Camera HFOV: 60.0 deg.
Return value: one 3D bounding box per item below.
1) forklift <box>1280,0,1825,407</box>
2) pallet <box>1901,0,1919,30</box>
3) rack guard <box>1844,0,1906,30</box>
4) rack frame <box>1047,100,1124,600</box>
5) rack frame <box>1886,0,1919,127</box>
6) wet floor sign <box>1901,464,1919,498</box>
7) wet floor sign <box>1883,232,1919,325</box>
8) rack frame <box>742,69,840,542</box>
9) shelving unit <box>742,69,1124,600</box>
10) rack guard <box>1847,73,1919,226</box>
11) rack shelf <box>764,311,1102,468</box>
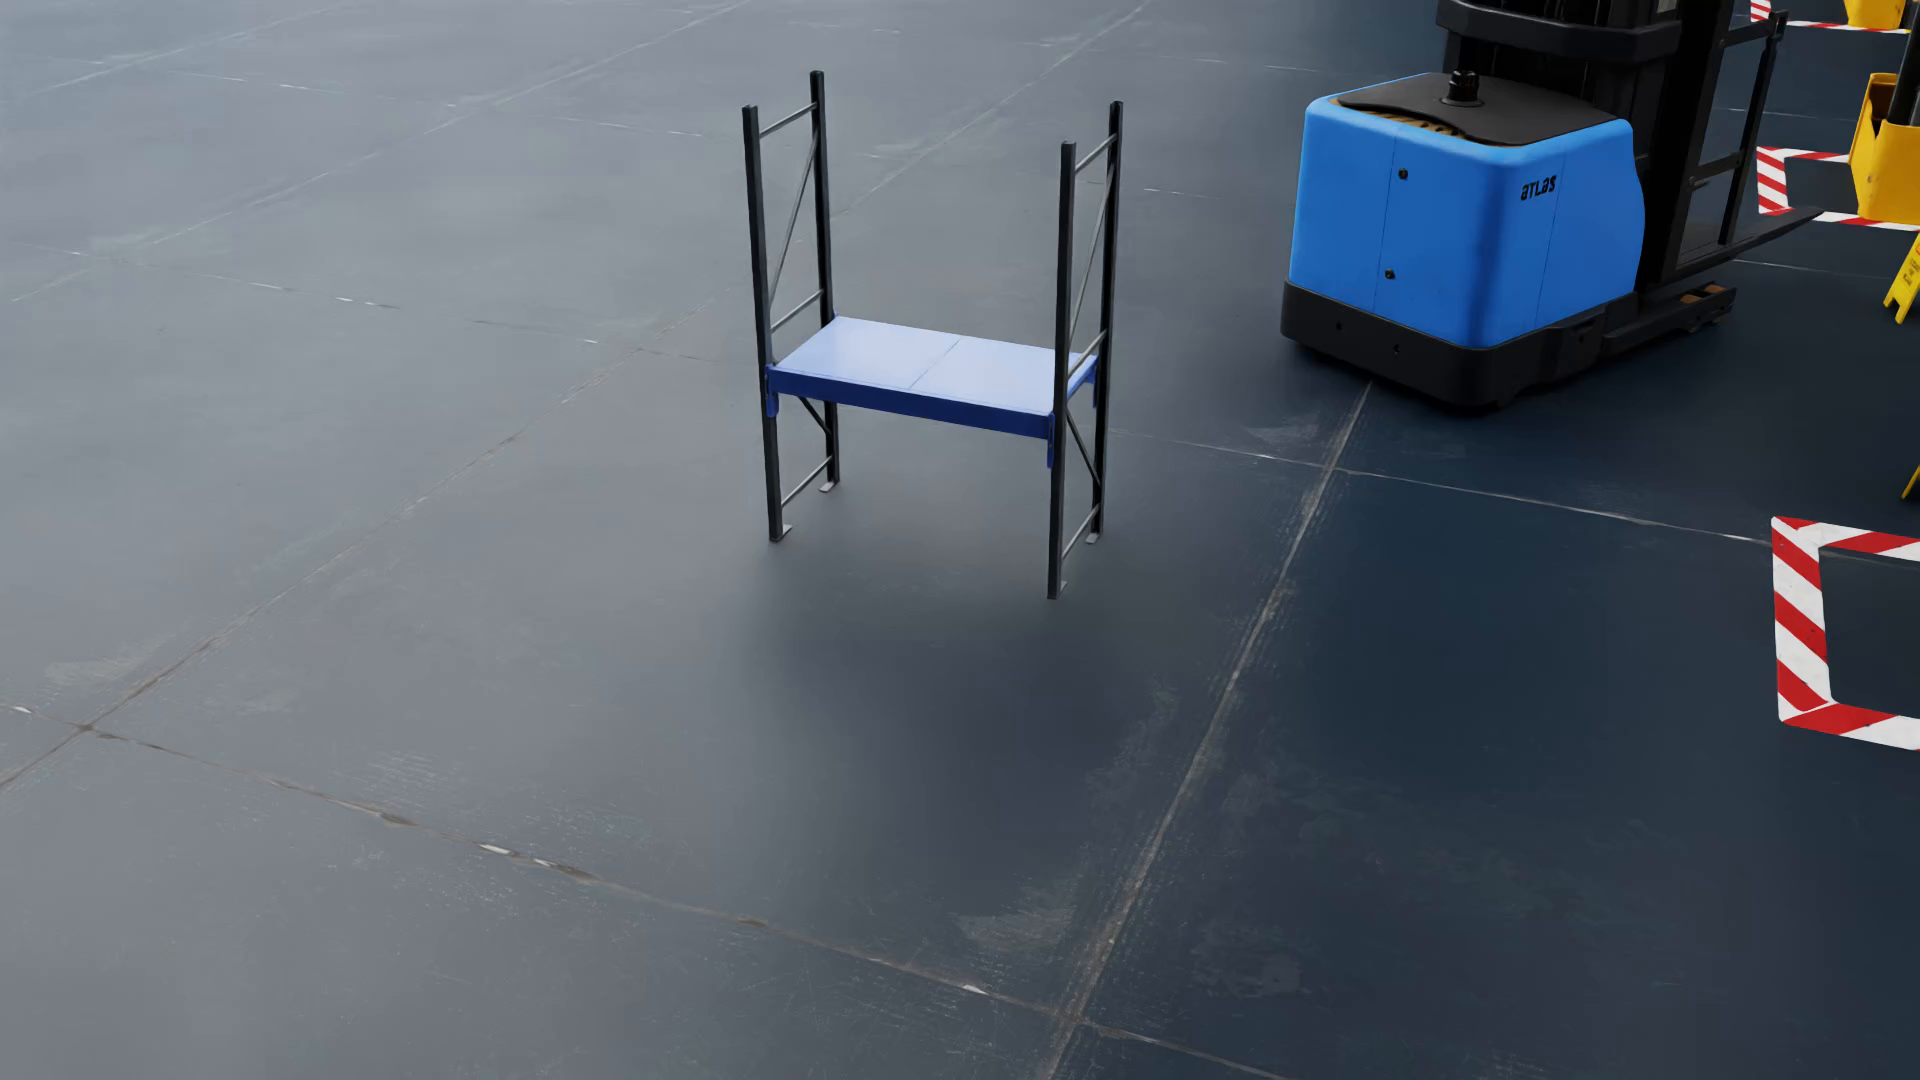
[{"bbox_3d":[2.856,-2.379,6.980,3.031,2.935,1.130,-21,36,-33],"label":"forklift"},{"bbox_3d":[7.891,-4.070,12.736,1.213,0.211,1.003,11,31,19],"label":"pallet"},{"bbox_3d":[7.151,-4.362,12.959,0.348,0.500,1.175,11,31,19],"label":"rack guard"},{"bbox_3d":[0.392,-0.575,5.242,0.032,1.500,0.500,11,31,19],"label":"rack frame"},{"bbox_3d":[5.122,-3.222,8.401,0.127,3.000,1.000,11,31,19],"label":"rack frame"},{"bbox_3d":[3.581,-0.444,5.880,0.232,0.644,0.267,24,37,36],"label":"wet floor sign"},{"bbox_3d":[4.351,-1.299,7.393,0.232,0.644,0.267,6,30,11],"label":"wet floor sign"},{"bbox_3d":[-0.550,-0.763,5.575,0.032,1.500,0.500,11,31,19],"label":"rack frame"},{"bbox_3d":[-0.079,-0.669,5.409,1.048,1.500,0.538,11,31,19],"label":"shelving unit"},{"bbox_3d":[5.100,-2.138,9.024,0.348,0.500,1.175,11,31,19],"label":"rack guard"},{"bbox_3d":[-0.079,-0.512,5.497,1.000,0.185,0.538,11,31,19],"label":"rack shelf"}]
